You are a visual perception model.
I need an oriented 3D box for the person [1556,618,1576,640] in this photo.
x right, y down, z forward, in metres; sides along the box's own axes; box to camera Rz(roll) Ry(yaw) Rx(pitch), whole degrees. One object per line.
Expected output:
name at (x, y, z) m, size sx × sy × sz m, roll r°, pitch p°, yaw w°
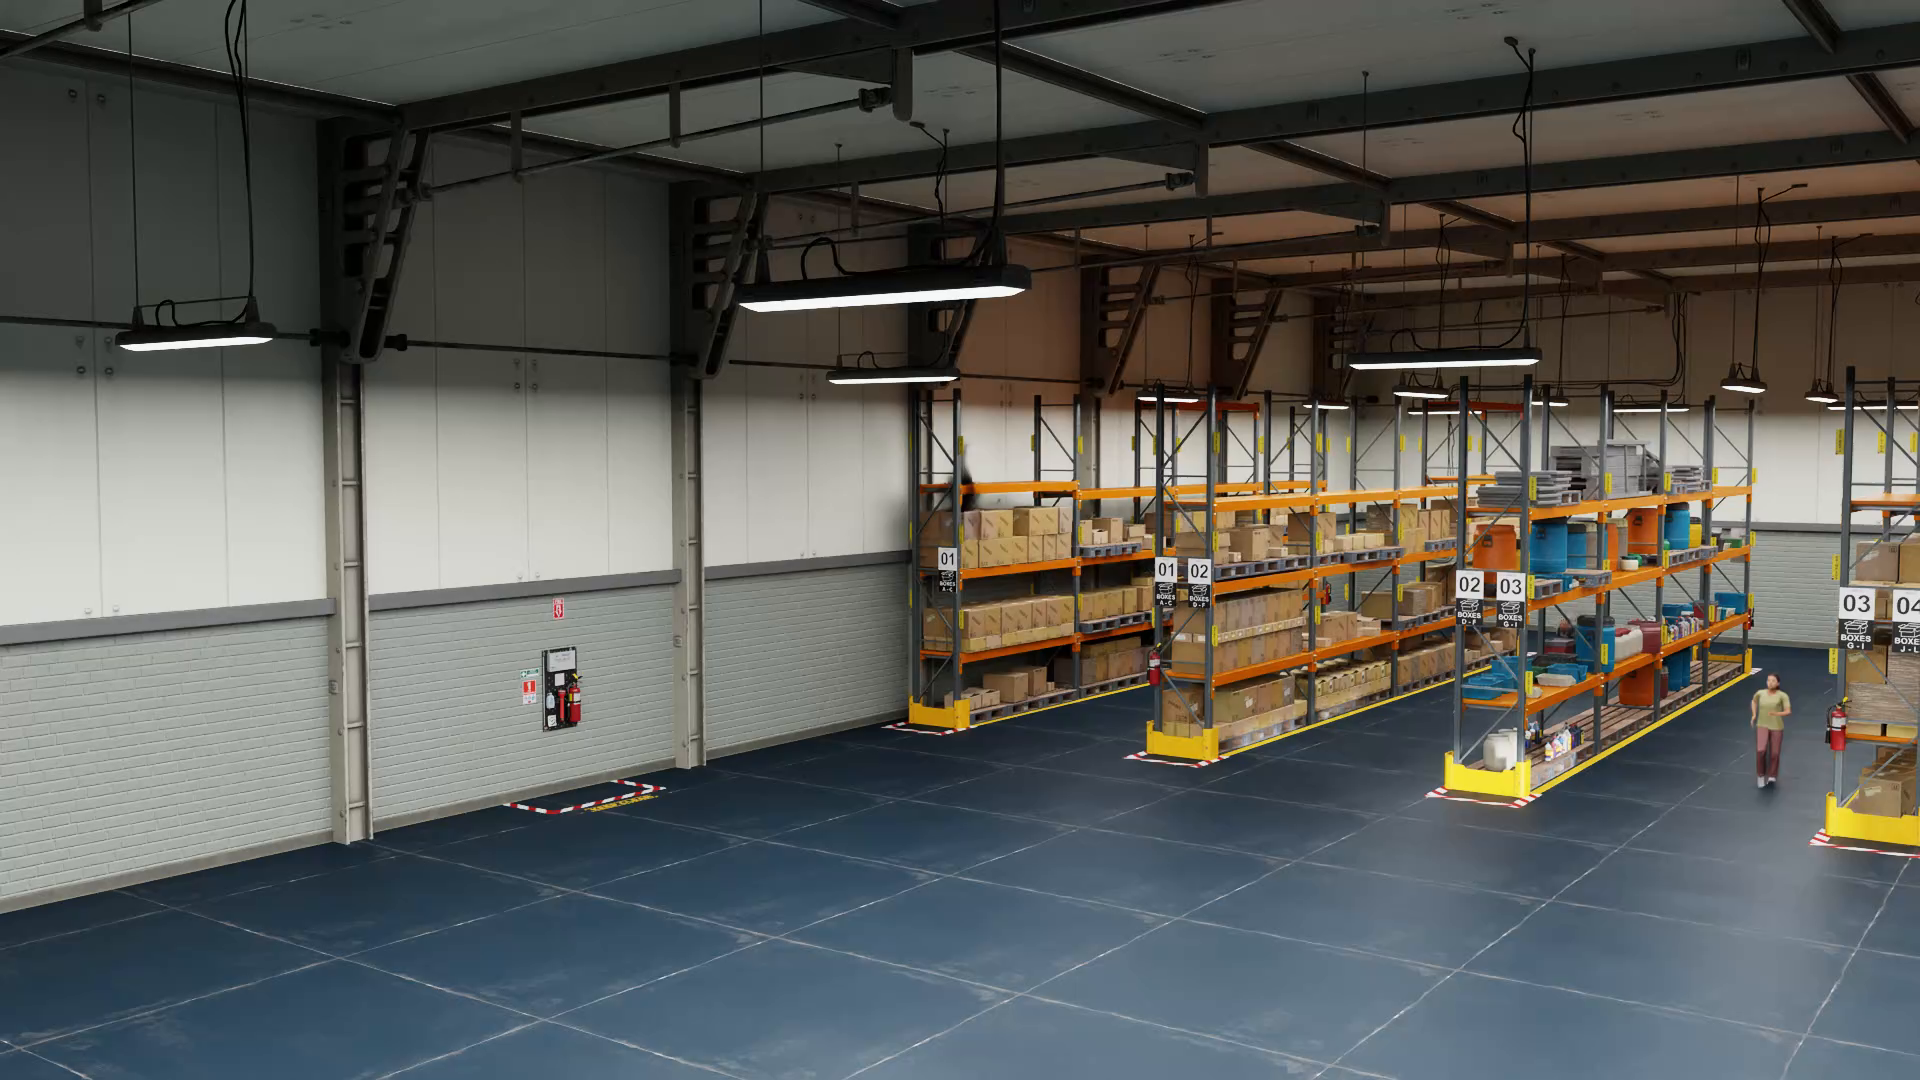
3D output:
person at (12.258, 2.307, 33.373) m, size 1.097 × 1.545 × 0.682 m, roll -3°, pitch 4°, yaw -40°

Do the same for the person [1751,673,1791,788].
person at (11.849, 2.781, 24.313) m, size 0.531 × 1.688 × 0.688 m, roll 2°, pitch 4°, yaw 28°
